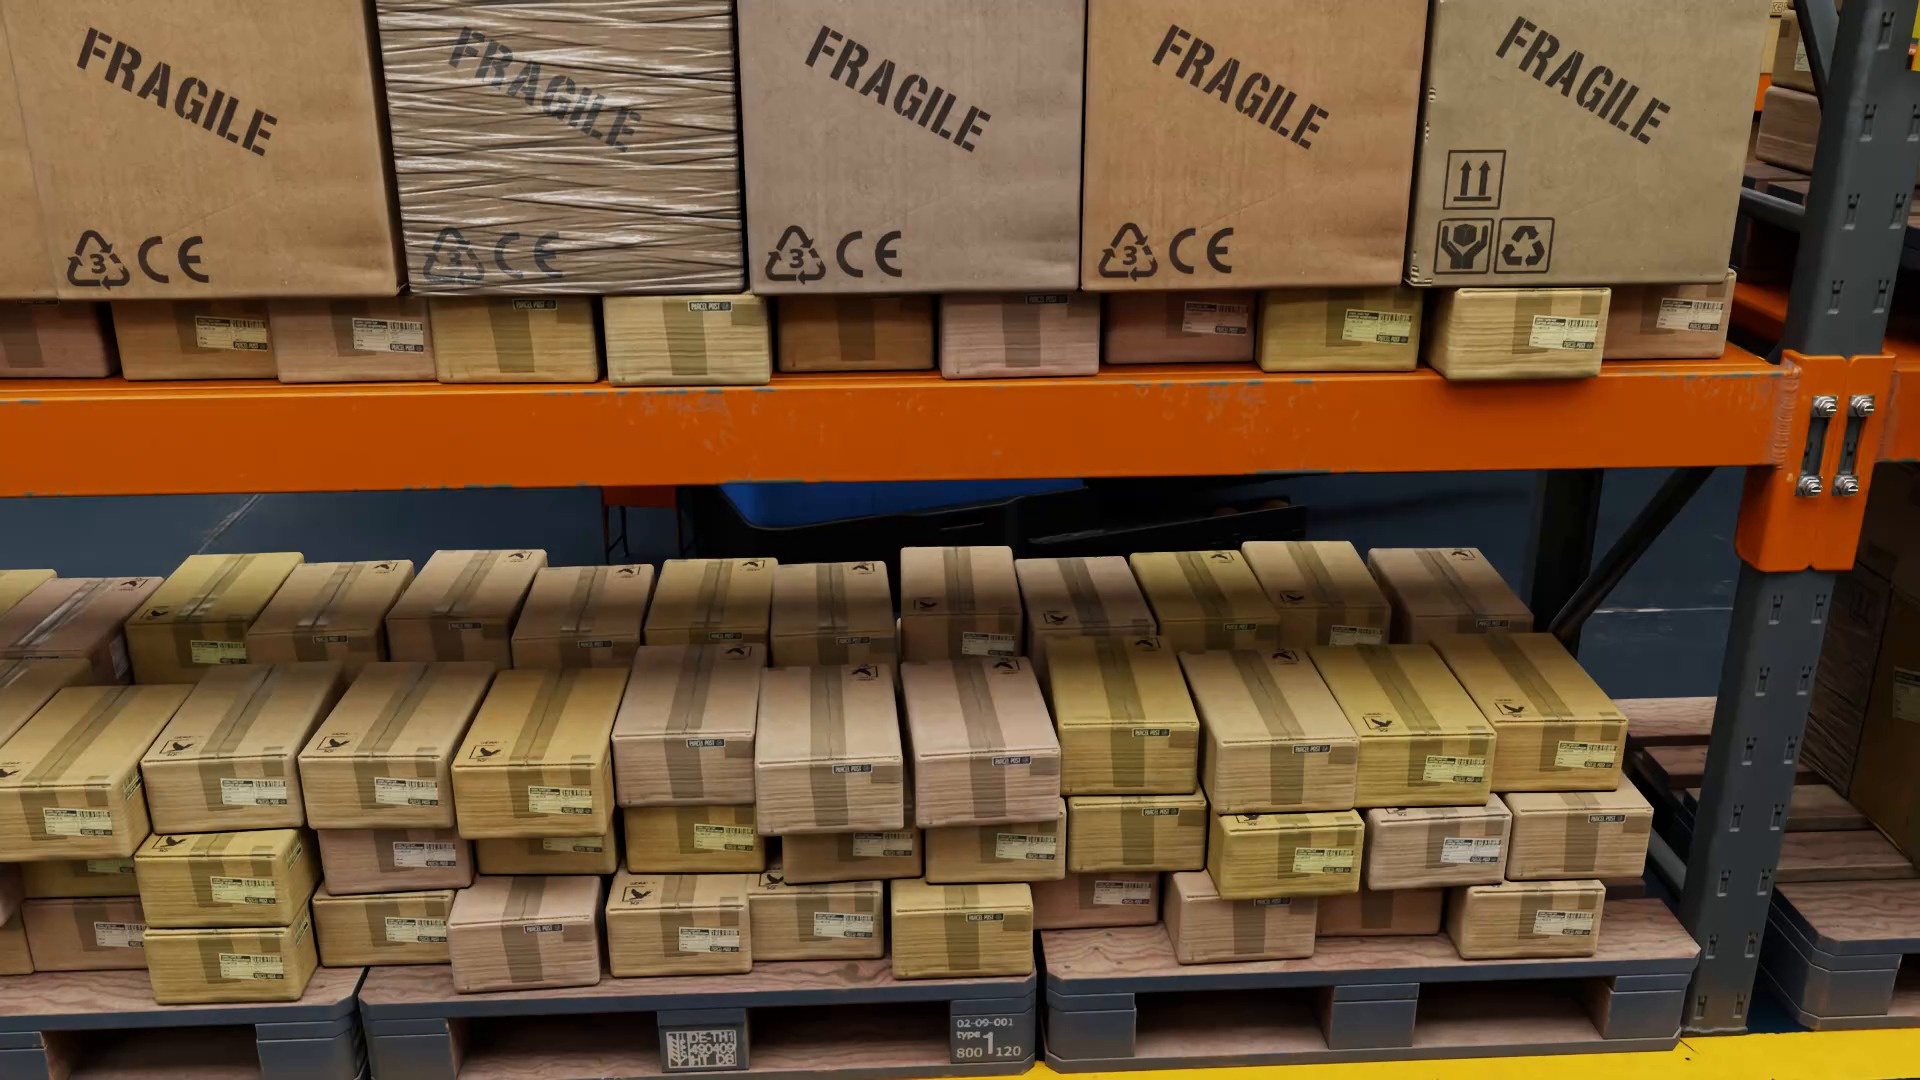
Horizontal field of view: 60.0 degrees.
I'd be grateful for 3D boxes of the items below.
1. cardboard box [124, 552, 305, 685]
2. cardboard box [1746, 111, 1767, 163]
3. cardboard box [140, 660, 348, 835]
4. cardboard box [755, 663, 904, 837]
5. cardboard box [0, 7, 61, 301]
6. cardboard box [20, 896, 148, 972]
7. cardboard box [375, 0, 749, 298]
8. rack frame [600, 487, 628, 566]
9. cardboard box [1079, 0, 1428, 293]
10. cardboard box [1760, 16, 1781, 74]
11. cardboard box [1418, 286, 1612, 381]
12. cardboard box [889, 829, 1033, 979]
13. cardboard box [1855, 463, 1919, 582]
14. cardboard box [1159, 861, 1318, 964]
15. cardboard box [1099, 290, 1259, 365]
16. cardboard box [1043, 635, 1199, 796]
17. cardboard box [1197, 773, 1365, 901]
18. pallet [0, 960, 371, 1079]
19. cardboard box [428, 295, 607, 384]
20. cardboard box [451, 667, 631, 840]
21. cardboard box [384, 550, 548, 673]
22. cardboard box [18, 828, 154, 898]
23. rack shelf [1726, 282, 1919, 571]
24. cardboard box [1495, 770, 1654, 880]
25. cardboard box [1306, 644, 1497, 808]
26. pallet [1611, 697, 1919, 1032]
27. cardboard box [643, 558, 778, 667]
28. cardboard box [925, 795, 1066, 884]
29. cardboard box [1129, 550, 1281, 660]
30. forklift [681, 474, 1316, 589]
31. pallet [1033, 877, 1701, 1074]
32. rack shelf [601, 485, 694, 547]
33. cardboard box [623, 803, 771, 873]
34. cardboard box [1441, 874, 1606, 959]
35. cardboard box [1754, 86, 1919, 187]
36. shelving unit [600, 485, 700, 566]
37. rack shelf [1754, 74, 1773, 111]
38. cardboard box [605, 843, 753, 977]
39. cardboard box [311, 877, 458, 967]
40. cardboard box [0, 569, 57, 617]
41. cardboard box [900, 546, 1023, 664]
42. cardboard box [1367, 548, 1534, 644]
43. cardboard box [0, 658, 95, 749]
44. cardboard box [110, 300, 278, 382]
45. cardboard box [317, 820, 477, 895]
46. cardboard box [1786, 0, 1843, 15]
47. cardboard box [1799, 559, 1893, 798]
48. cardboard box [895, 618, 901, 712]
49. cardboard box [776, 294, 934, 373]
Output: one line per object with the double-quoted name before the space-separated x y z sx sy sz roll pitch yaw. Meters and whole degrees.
"cardboard box" -1.575 0.165 3.553 0.250 0.149 0.380 -2 21 -4
"cardboard box" 3.424 -1.678 8.209 0.875 0.875 0.875 -1 21 -2
"cardboard box" -1.282 0.368 3.018 0.250 0.149 0.380 -2 21 -6
"cardboard box" -0.239 0.372 3.009 0.250 0.149 0.380 -2 21 -5
"cardboard box" -1.597 -0.674 2.617 0.500 0.500 0.500 -1 21 -3
"cardboard box" -1.549 0.640 3.141 0.250 0.149 0.380 -1 21 -2
"cardboard box" -0.599 -0.692 2.664 0.500 0.500 0.500 -2 21 -4
"rack frame" -1.116 -0.414 5.232 0.008 1.050 0.200 2 21 6
"cardboard box" 0.414 -0.704 2.696 0.500 0.500 0.500 -2 21 -5
"cardboard box" 3.506 -2.283 7.613 0.500 0.250 0.500 -1 21 -4
"cardboard box" 0.877 -0.388 2.778 0.250 0.149 0.380 -2 21 -4
"cardboard box" -0.006 0.648 3.121 0.250 0.149 0.380 -1 21 -3
"cardboard box" 2.128 -0.122 3.595 0.500 0.250 0.500 -2 21 -4
"cardboard box" 0.503 0.630 3.166 0.250 0.149 0.380 -2 21 -5
"cardboard box" 0.345 -0.423 2.870 0.250 0.149 0.380 -2 21 -5
"cardboard box" 0.294 0.324 3.136 0.250 0.149 0.380 0 21 -1
"cardboard box" 0.567 0.499 3.092 0.250 0.149 0.380 -2 21 -5
"pallet" -1.705 0.740 3.380 1.213 0.211 1.003 -1 21 -3
"cardboard box" -0.698 -0.380 2.756 0.250 0.149 0.380 0 21 -1
"cardboard box" -0.739 0.377 2.995 0.250 0.149 0.380 -1 21 -2
"cardboard box" -1.048 0.157 3.573 0.250 0.149 0.380 0 21 -1
"cardboard box" -1.541 0.498 3.095 0.250 0.149 0.380 -1 21 -2
"rack shelf" 3.396 -0.343 3.317 4.000 0.370 1.077 -1 21 -3
"cardboard box" 1.103 0.478 3.149 0.250 0.149 0.380 -1 21 -2
"cardboard box" 0.806 0.338 3.097 0.250 0.149 0.380 -1 21 -2
"pallet" 2.176 0.648 3.621 1.213 0.211 1.003 -1 21 -3
"cardboard box" -0.518 0.176 3.524 0.250 0.149 0.380 -1 21 -3
"cardboard box" 0.058 0.482 3.138 0.250 0.149 0.380 -1 21 -2
"cardboard box" 0.515 0.160 3.565 0.250 0.149 0.380 -1 21 -4
"forklift" 0.610 -1.474 5.373 3.031 2.935 1.130 -8 22 -21
"pallet" 0.731 0.691 3.510 1.213 0.211 1.003 -1 21 -3
"rack shelf" -0.995 -0.139 5.321 0.240 0.259 0.215 2 21 6
"cardboard box" -0.480 0.470 3.168 0.250 0.149 0.380 0 21 -1
"cardboard box" 1.027 0.627 3.176 0.250 0.149 0.380 -1 21 -2
"cardboard box" 1.784 -0.796 3.258 0.250 0.149 0.380 -2 21 -4
"shelving unit" -0.995 -0.409 5.219 0.252 1.050 0.215 2 21 6
"rack shelf" 3.013 -2.099 7.930 4.000 0.370 1.077 -1 21 -3
"cardboard box" -0.509 0.646 3.126 0.250 0.149 0.380 -1 21 -3
"cardboard box" -1.038 0.635 3.155 0.250 0.149 0.380 -1 21 -3
"cardboard box" -2.080 0.200 3.460 0.250 0.149 0.380 -1 21 -2
"cardboard box" -0.002 0.150 3.593 0.250 0.149 0.380 -1 21 -2
"cardboard box" 1.044 0.153 3.584 0.250 0.149 0.380 0 21 -1
"cardboard box" -1.783 0.362 3.034 0.250 0.149 0.380 -1 21 -2
"cardboard box" -1.206 -0.387 2.775 0.250 0.149 0.380 -1 21 -4
"cardboard box" -1.019 0.493 3.110 0.250 0.149 0.380 -2 21 -6
"cardboard box" 1.789 -1.073 3.150 0.250 0.149 0.380 0 21 -1
"cardboard box" 2.124 0.229 3.727 0.500 0.500 0.500 -2 21 -4
"cardboard box" -0.015 0.309 3.593 0.250 0.149 0.380 0 21 -1
"cardboard box" -0.179 -0.405 2.823 0.250 0.149 0.380 -1 21 -4
